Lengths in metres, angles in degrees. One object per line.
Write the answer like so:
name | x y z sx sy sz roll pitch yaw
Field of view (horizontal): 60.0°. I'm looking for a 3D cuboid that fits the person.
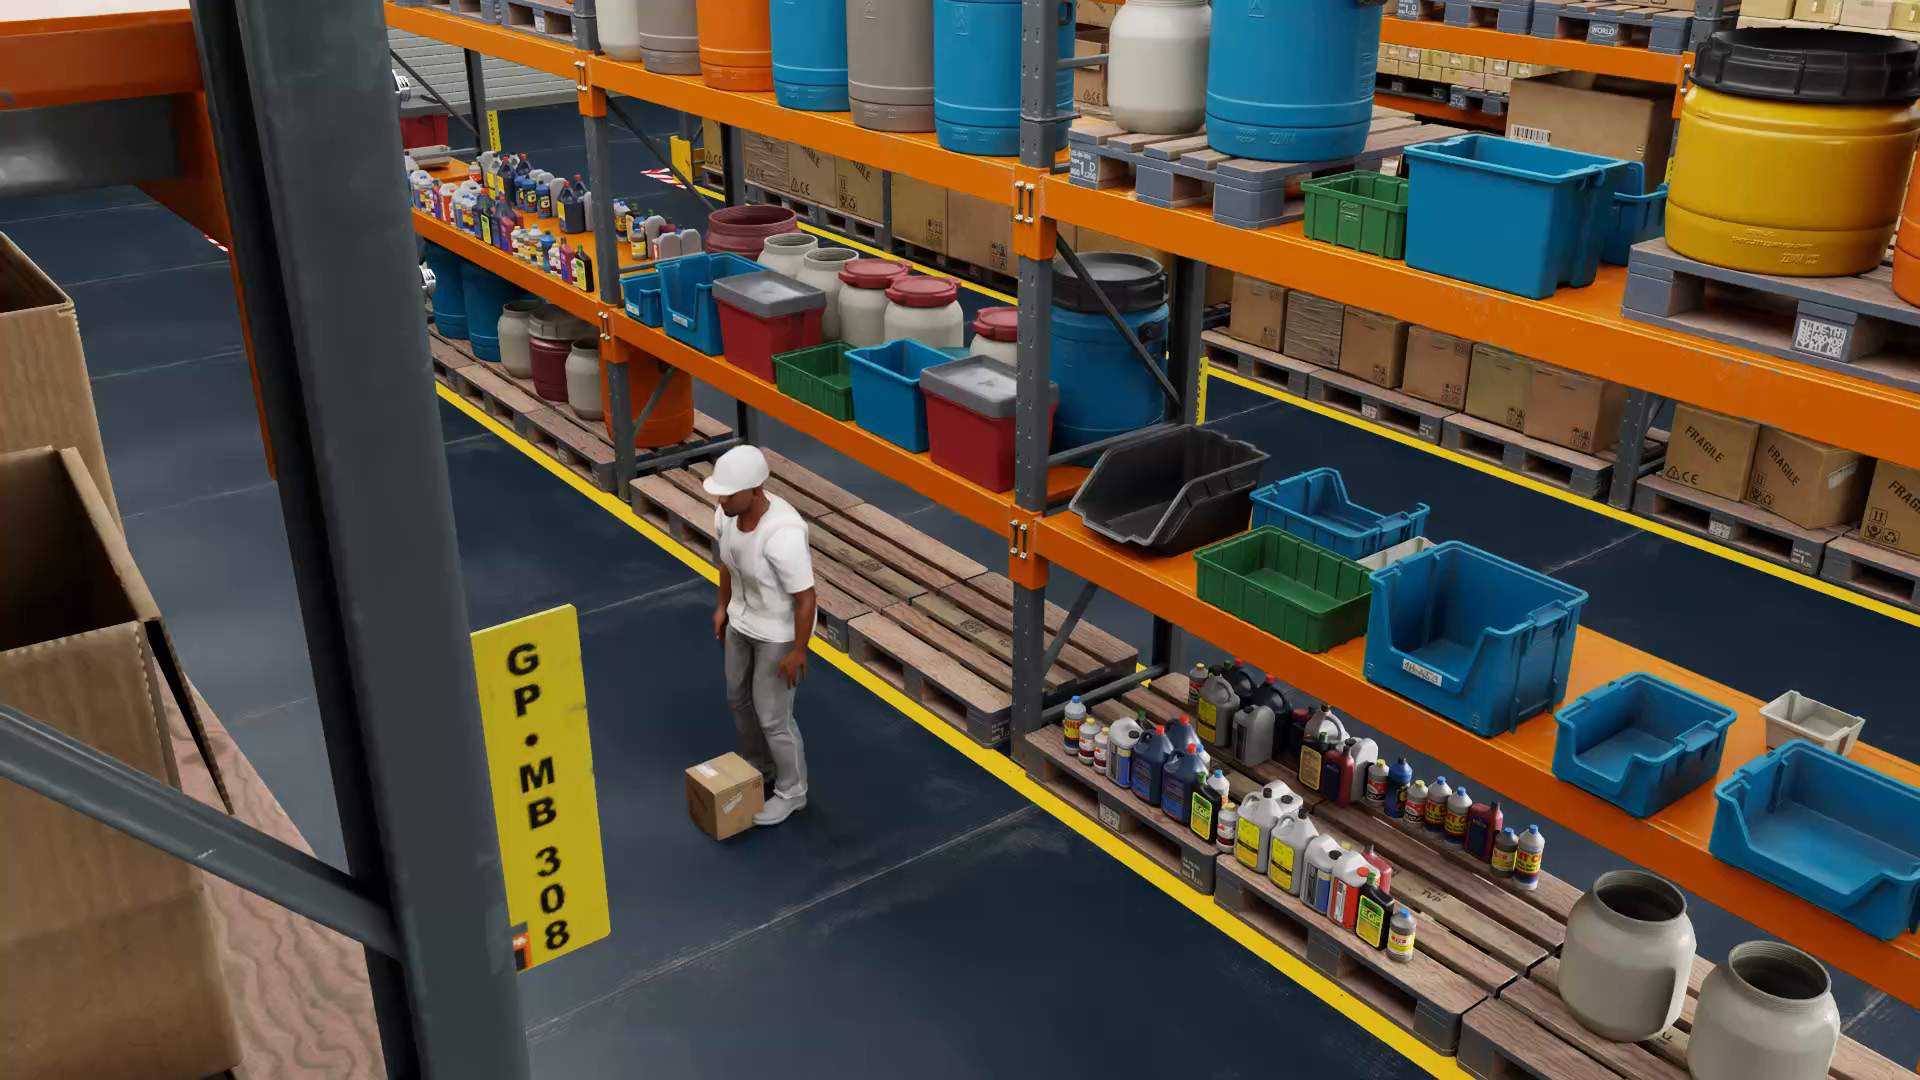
person | -0.872 0.395 7.226 0.463 1.755 0.626 -20 31 -36
